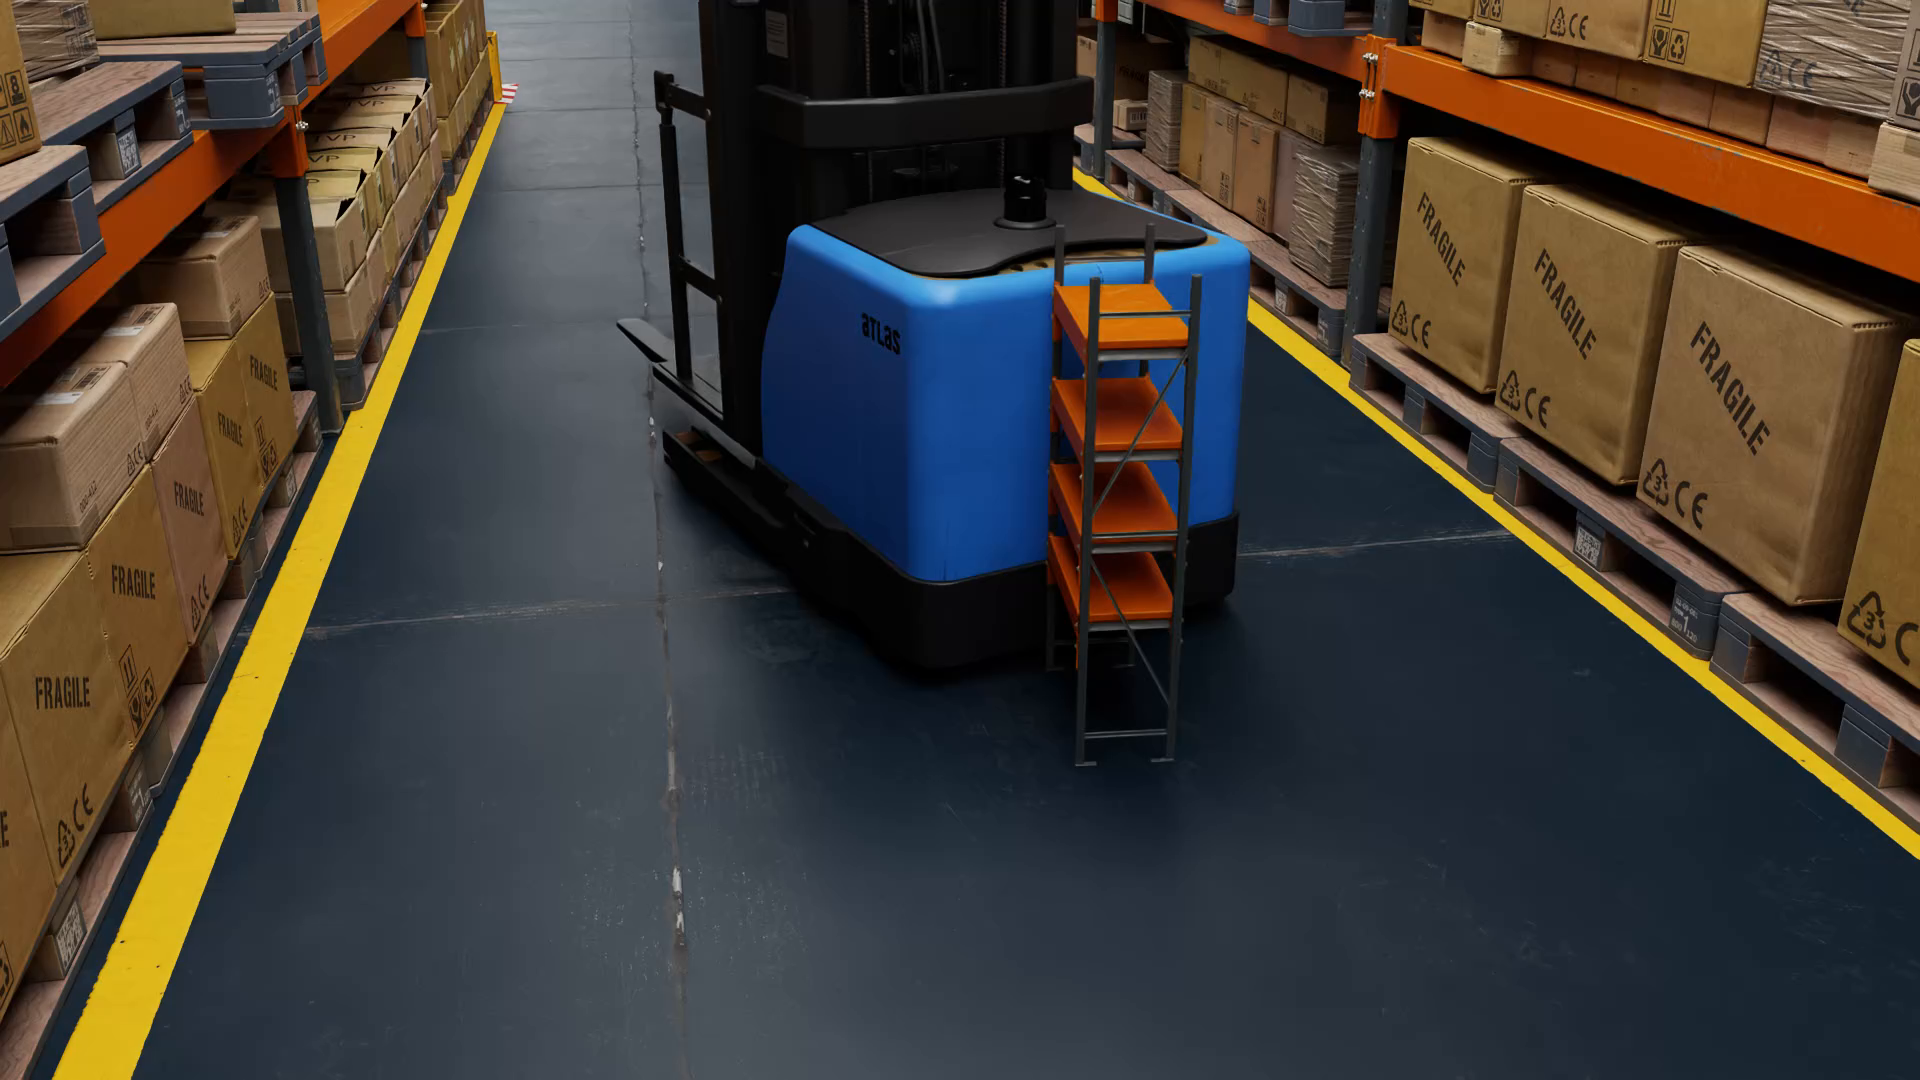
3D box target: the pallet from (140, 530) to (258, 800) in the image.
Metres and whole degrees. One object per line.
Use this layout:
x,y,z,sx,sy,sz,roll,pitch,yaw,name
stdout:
-2.464,0.309,4.279,1.003,0.211,1.213,-4,24,-10,pallet

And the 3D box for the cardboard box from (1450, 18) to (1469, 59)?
1.952,-1.760,5.821,0.380,0.149,0.250,-4,24,-9,cardboard box

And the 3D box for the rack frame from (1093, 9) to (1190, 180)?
1.341,-3.686,9.941,1.000,3.000,0.127,-4,24,-10,rack frame

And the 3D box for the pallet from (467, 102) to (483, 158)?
-3.861,-2.836,11.480,1.003,0.211,1.213,-4,24,-10,pallet

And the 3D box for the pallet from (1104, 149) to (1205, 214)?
1.487,-2.102,9.798,1.003,0.211,1.213,-4,24,-10,pallet

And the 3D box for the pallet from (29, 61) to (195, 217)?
-2.423,-0.892,3.783,1.003,0.211,1.213,-4,24,-10,pallet

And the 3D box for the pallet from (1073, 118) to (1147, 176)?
1.182,-2.669,11.098,1.003,0.211,1.213,-4,24,-10,pallet

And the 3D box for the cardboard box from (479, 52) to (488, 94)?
-3.772,-3.438,12.286,0.500,0.250,0.500,-4,24,-10,cardboard box

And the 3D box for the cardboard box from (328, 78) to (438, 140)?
-3.170,-2.369,9.136,0.500,0.311,0.500,-4,24,-10,cardboard box

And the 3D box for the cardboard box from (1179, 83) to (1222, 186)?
1.639,-2.254,9.236,0.700,0.500,0.500,-5,24,-11,cardboard box

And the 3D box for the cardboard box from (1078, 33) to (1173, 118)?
1.110,-3.147,11.281,0.500,0.500,0.500,-6,24,-14,cardboard box

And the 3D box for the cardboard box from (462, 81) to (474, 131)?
-3.489,-2.849,10.936,0.500,0.250,0.500,-4,24,-10,cardboard box

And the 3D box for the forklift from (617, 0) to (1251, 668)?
-0.366,-1.562,5.164,1.130,2.935,3.031,-12,26,-26,forklift

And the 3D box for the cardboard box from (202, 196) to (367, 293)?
-2.595,-1.161,6.371,0.500,0.311,0.500,-4,24,-8,cardboard box

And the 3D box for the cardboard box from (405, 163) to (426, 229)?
-2.978,-1.708,8.323,0.500,0.250,0.500,-4,24,-9,cardboard box

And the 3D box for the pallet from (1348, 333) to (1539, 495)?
2.153,-0.519,6.174,1.003,0.211,1.213,-4,24,-10,pallet

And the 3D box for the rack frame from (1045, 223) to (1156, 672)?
0.348,-0.204,4.218,0.240,1.200,0.015,-2,24,-5,rack frame

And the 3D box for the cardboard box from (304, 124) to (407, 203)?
-2.888,-1.770,7.765,0.500,0.311,0.500,-5,24,-10,cardboard box

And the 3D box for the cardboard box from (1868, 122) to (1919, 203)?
2.300,-0.847,3.731,0.380,0.149,0.250,-4,24,-10,cardboard box

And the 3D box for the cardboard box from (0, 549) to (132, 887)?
-2.007,0.356,3.261,0.500,0.500,0.500,-4,24,-9,cardboard box

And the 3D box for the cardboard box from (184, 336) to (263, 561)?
-2.288,-0.246,4.639,0.500,0.500,0.500,-5,24,-12,cardboard box

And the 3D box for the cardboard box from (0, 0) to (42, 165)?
-2.104,-0.878,2.862,0.700,0.500,0.500,-1,24,-1,cardboard box

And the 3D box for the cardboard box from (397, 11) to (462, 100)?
-3.405,-2.995,10.334,0.500,0.500,0.500,-4,24,-10,cardboard box

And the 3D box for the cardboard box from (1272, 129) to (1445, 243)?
1.916,-1.659,7.874,0.700,0.500,0.500,-4,24,-10,cardboard box

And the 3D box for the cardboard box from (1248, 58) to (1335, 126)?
1.753,-2.222,8.227,0.500,0.250,0.500,-4,24,-10,cardboard box

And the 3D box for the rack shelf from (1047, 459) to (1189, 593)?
0.372,-0.045,4.022,0.258,0.148,0.480,-2,24,-5,rack shelf

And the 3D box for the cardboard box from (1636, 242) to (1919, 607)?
2.405,-0.342,4.446,0.750,0.750,0.750,-4,24,-8,cardboard box

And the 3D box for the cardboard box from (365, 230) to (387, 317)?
-2.689,-1.102,6.936,0.500,0.250,0.500,-5,24,-11,cardboard box

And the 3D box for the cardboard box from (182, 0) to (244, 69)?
-2.811,-1.850,5.848,0.500,0.311,0.500,-3,24,-6,cardboard box

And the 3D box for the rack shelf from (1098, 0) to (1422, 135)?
1.711,-2.569,8.284,1.077,0.370,4.000,-4,24,-10,rack shelf

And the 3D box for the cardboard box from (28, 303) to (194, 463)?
-2.175,-0.369,3.985,0.500,0.250,0.500,-5,24,-11,cardboard box

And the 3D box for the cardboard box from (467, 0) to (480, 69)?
-3.675,-3.586,11.686,0.500,0.500,0.500,-4,24,-10,cardboard box

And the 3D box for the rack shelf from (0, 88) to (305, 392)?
-2.417,-0.628,3.838,1.077,0.370,4.000,-4,24,-10,rack shelf

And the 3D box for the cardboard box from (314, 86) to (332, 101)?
-3.695,-2.326,9.038,0.500,0.311,0.500,-4,24,-10,cardboard box

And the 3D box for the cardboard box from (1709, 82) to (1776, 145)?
2.250,-1.153,4.432,0.380,0.149,0.250,-4,24,-8,cardboard box

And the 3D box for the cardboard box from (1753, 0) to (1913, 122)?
2.299,-1.291,3.937,0.500,0.500,0.500,-4,24,-10,cardboard box

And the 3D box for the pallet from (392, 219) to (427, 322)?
-3.123,-1.272,7.898,1.003,0.211,1.213,-4,24,-10,pallet

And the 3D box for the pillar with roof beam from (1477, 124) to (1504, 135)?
-1.540,-5.118,5.726,9.100,9.000,0.400,-4,24,-10,pillar with roof beam

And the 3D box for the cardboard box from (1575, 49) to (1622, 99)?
2.142,-1.458,5.129,0.380,0.149,0.250,-4,24,-9,cardboard box

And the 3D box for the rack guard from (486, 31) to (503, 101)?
-4.270,-3.755,13.222,1.175,0.500,0.348,-4,24,-10,rack guard

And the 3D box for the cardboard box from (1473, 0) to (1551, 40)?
2.007,-1.887,5.301,0.500,0.500,0.500,-4,24,-8,cardboard box

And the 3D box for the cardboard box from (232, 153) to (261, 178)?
-3.319,-1.524,7.202,0.500,0.311,0.500,-4,24,-10,cardboard box

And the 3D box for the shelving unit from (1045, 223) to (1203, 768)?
0.372,-0.107,3.995,0.258,1.200,0.503,-2,24,-5,shelving unit
